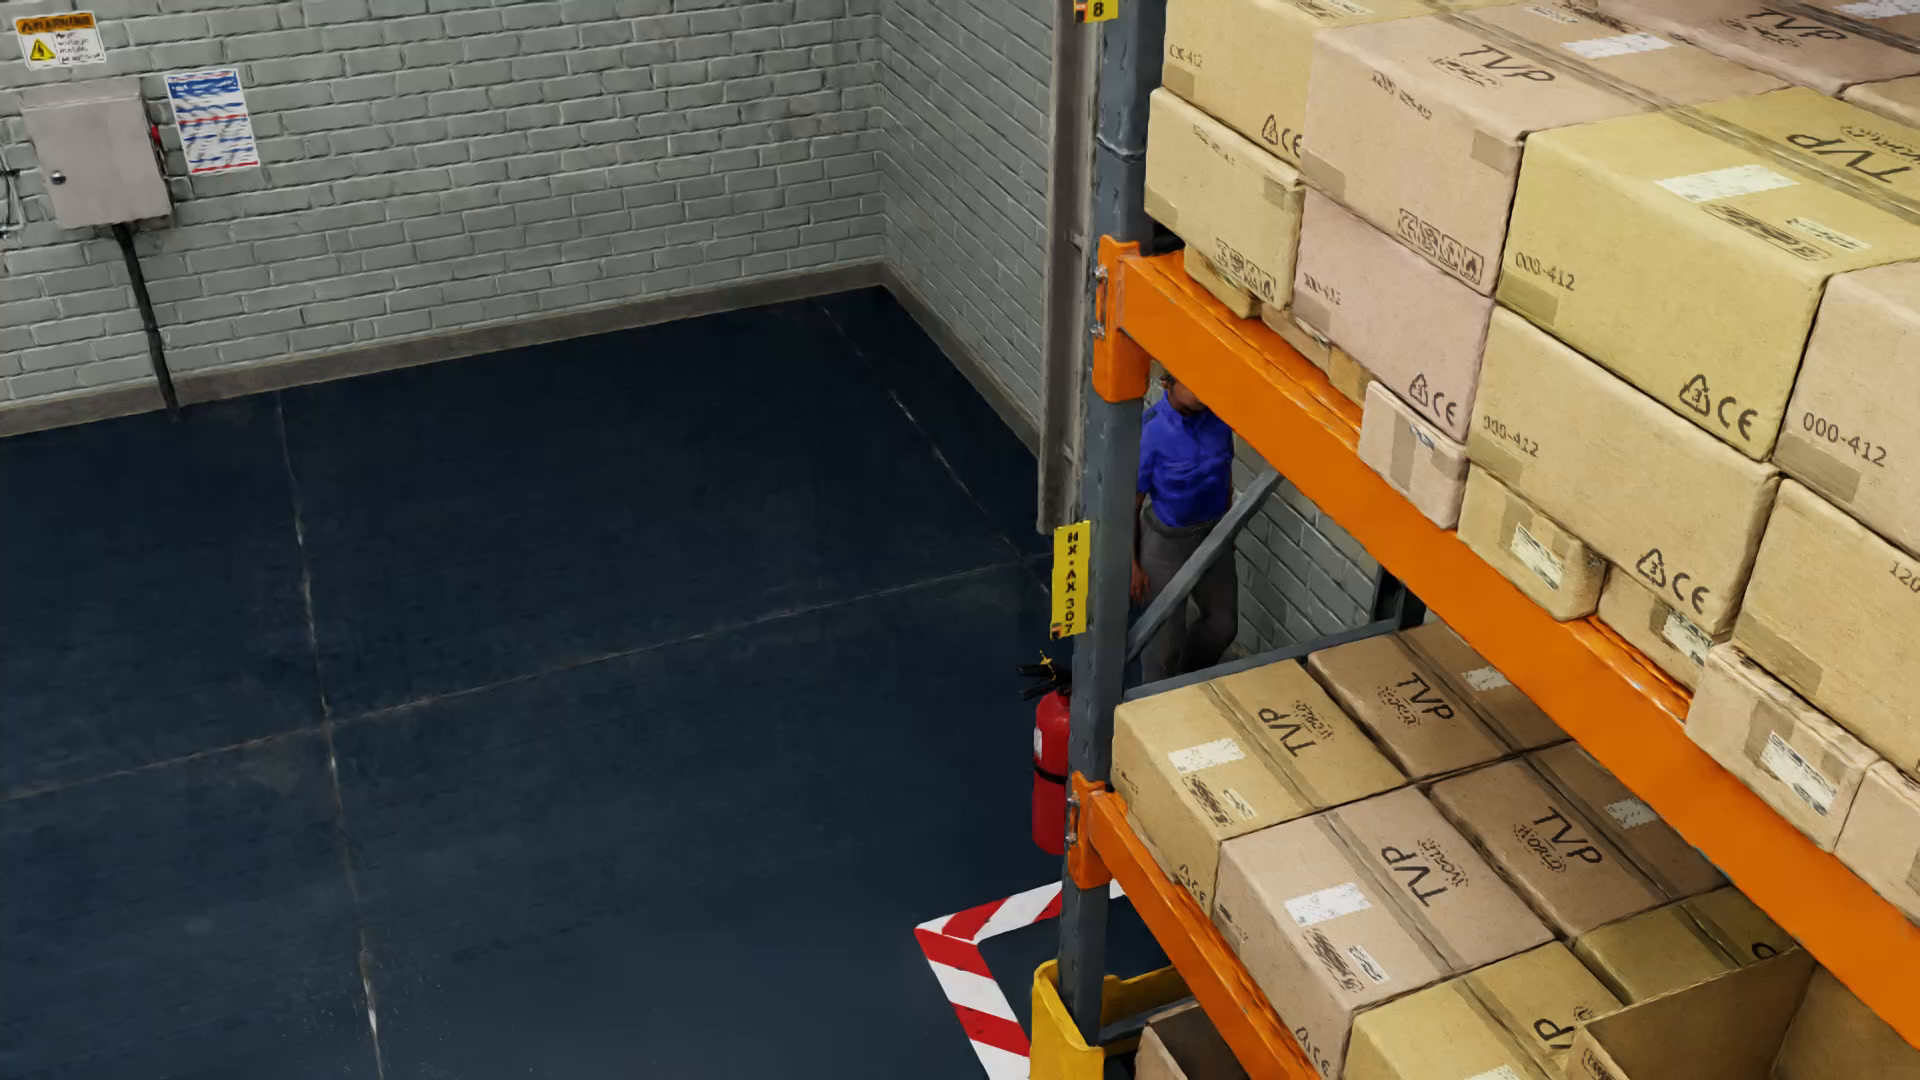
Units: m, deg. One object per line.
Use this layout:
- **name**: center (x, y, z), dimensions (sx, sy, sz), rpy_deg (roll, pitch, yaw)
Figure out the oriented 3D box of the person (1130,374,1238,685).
- **person**: center (0.830, 0.057, 6.101), dimensions (0.484, 1.695, 0.406), rpy_deg (-17, 37, -24)
